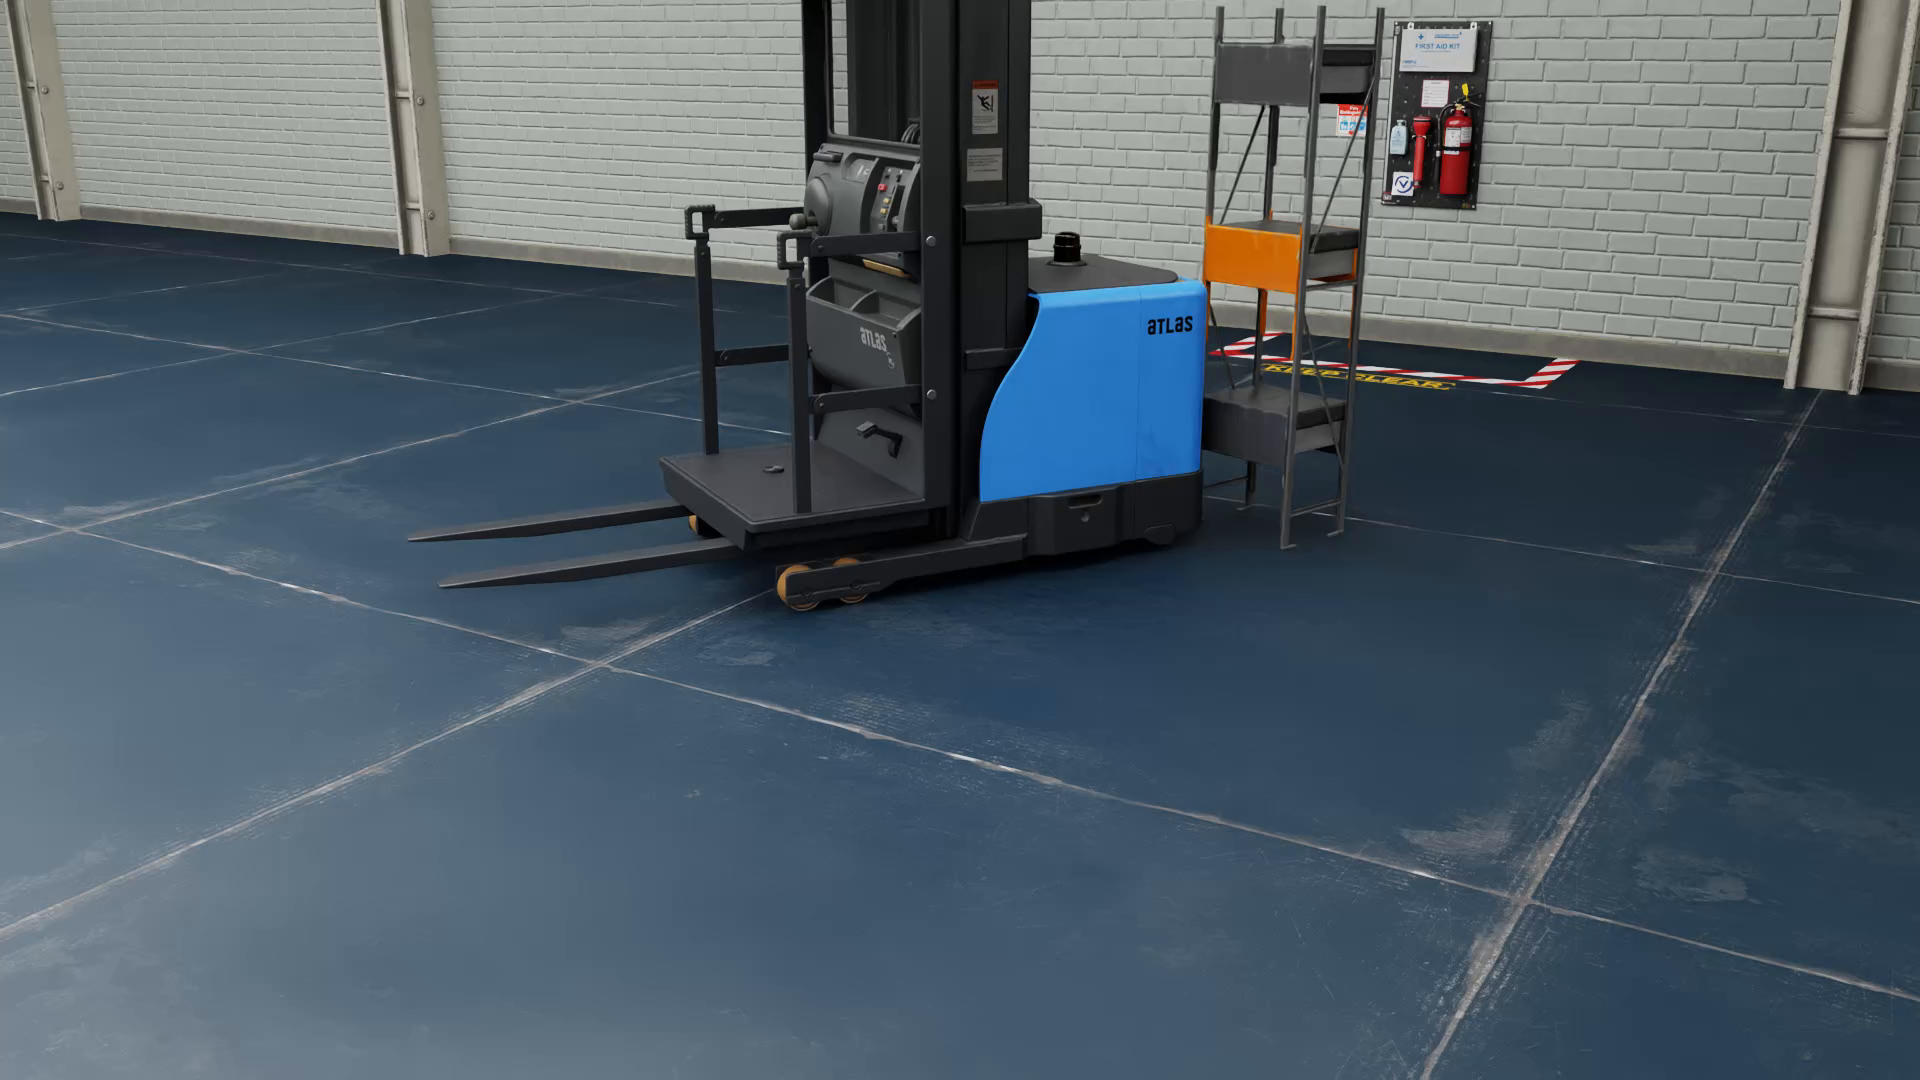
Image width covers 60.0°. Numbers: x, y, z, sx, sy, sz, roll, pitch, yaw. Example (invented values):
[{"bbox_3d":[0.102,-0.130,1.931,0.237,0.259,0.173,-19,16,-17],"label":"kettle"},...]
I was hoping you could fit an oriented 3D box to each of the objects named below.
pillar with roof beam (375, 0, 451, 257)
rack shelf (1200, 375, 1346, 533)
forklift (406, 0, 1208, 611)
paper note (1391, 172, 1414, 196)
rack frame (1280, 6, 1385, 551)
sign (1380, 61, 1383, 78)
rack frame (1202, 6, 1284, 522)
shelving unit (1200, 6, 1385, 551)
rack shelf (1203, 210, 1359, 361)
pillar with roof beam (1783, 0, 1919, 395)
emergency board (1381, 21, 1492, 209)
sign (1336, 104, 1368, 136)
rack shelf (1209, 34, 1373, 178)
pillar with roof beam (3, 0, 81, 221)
[{"bbox_3d":[-7.351,-5.974,11.065,0.400,9.000,9.100,10,20,30],"label":"pillar with roof beam"},{"bbox_3d":[1.294,-0.370,6.929,0.431,0.518,0.480,-14,22,-39],"label":"rack shelf"},{"bbox_3d":[-0.557,-1.319,6.181,3.031,2.935,1.130,-9,19,-26],"label":"forklift"},{"bbox_3d":[2.926,-2.352,10.979,0.142,0.148,0.016,10,20,30],"label":"paper note"},{"bbox_3d":[1.461,-0.997,6.545,0.400,2.100,0.015,-14,22,-39],"label":"rack frame"},{"bbox_3d":[2.623,-3.107,10.975,0.331,0.109,0.001,10,20,30],"label":"sign"},{"bbox_3d":[1.142,-1.108,6.898,0.400,2.100,0.015,-14,22,-39],"label":"rack frame"},{"bbox_3d":[1.301,-1.052,6.721,0.431,2.100,0.503,-14,22,-39],"label":"shelving unit"},{"bbox_3d":[1.301,-1.039,6.725,0.431,0.518,0.480,-14,22,-39],"label":"rack shelf"},{"bbox_3d":[2.874,-4.148,5.056,0.400,9.000,9.100,10,20,30],"label":"pillar with roof beam"},{"bbox_3d":[3.041,-2.730,10.706,0.643,1.169,0.194,10,20,30],"label":"emergency board"},{"bbox_3d":[2.624,-2.856,11.062,0.234,0.329,0.001,10,20,30],"label":"sign"},{"bbox_3d":[1.308,-1.709,6.522,0.431,0.518,0.480,-14,22,-39],"label":"rack shelf"},{"bbox_3d":[-12.464,-6.886,14.069,0.400,9.000,9.100,10,20,30],"label":"pillar with roof beam"}]
